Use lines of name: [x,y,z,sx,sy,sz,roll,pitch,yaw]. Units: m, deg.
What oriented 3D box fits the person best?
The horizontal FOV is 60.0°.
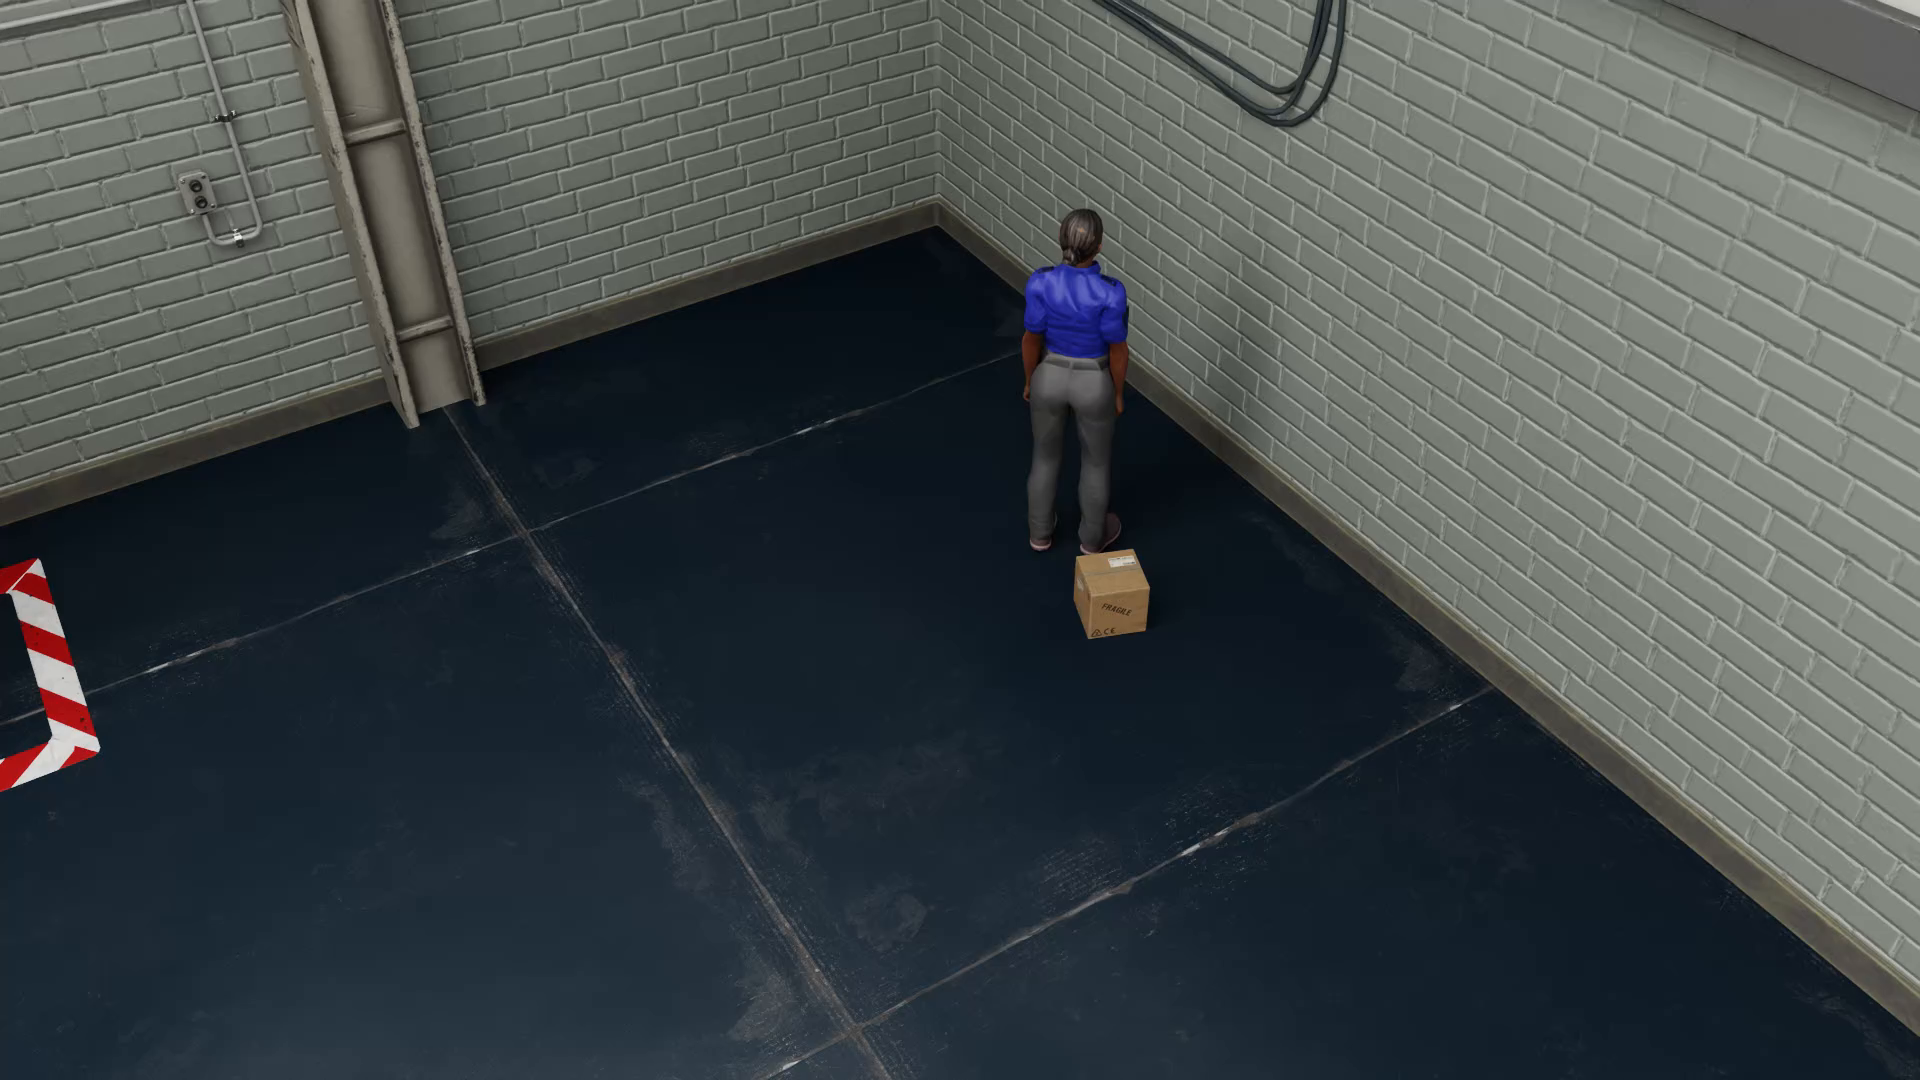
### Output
person: [0.482,-0.642,6.897,0.446,1.662,0.324,10,42,12]
